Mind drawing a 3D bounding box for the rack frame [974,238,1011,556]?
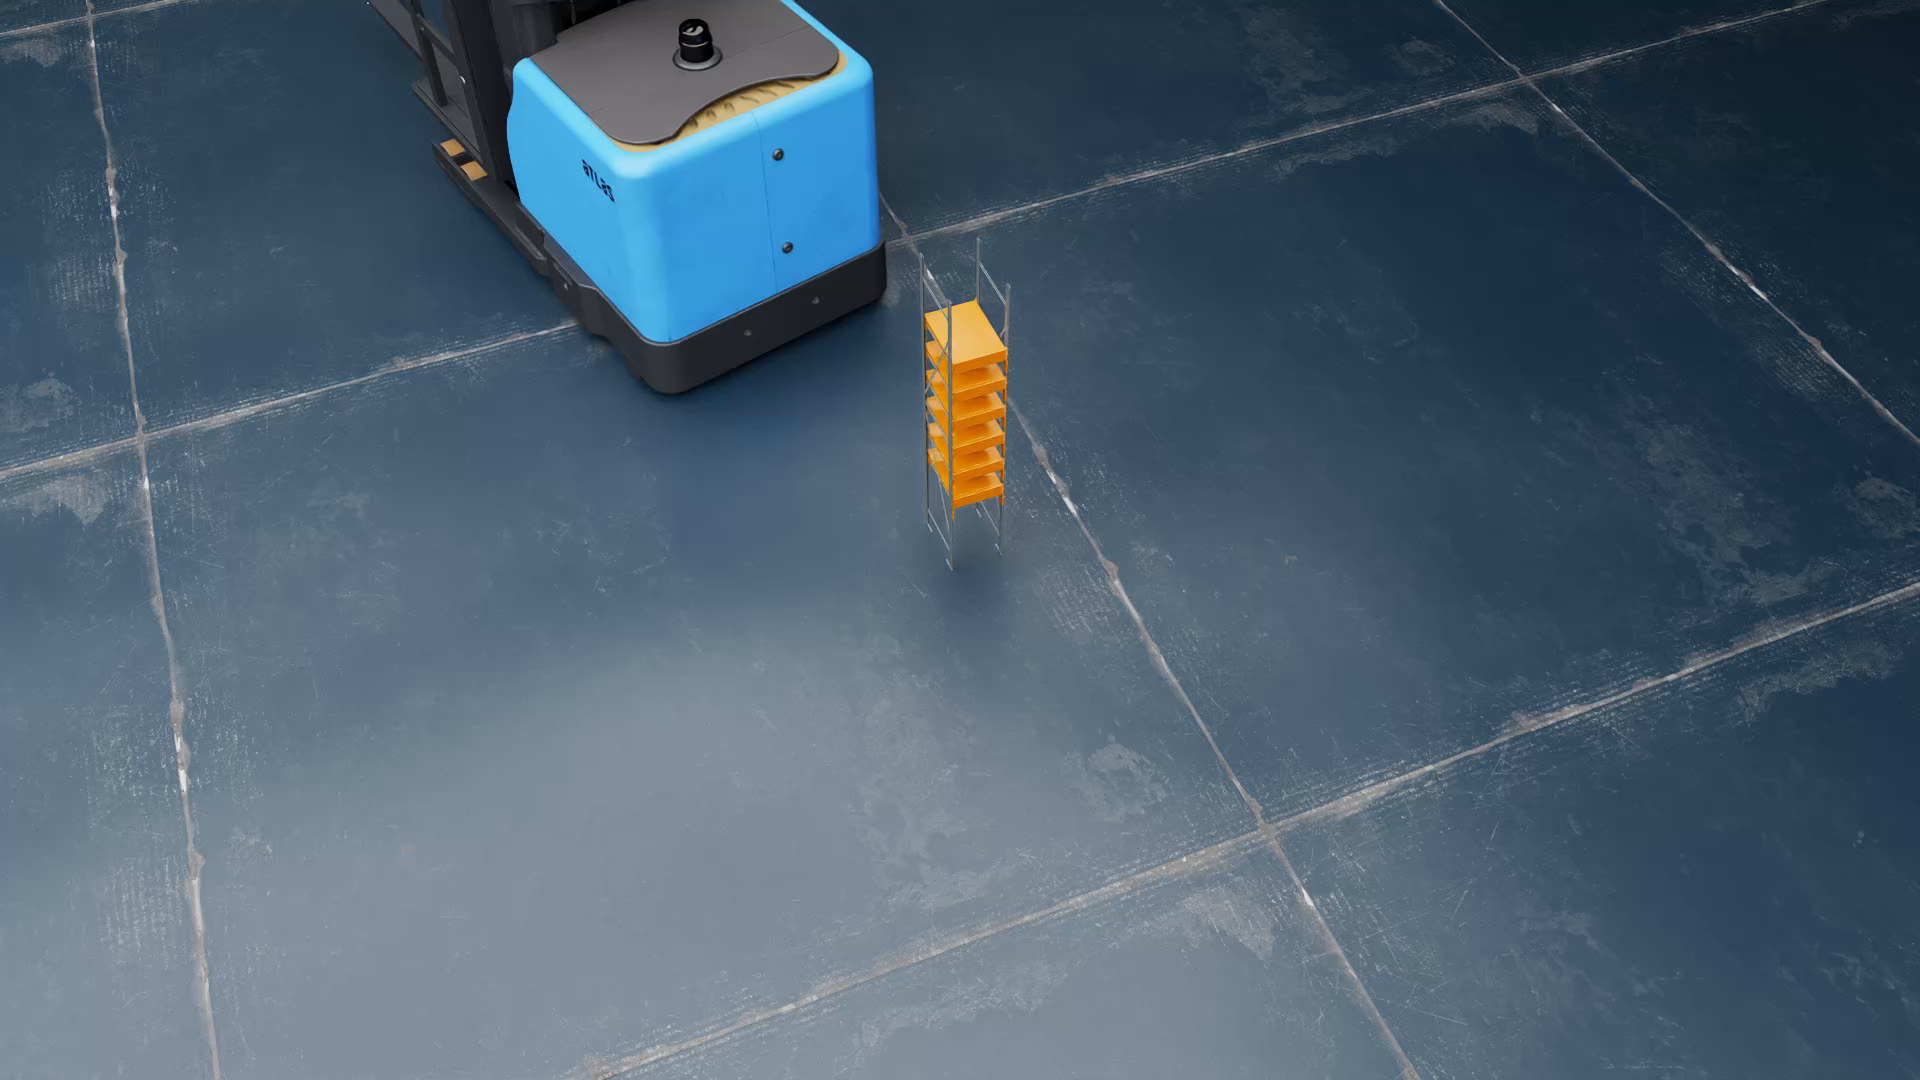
[{"bbox_3d":[0.098,-0.421,5.321,0.006,1.200,0.240,-17,52,-14],"label":"rack frame"}]

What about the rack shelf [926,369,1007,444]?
[{"bbox_3d":[0.013,-0.444,5.241,0.180,0.103,0.258,-17,52,-14],"label":"rack shelf"}]

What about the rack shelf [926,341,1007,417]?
[{"bbox_3d":[0.013,-0.522,5.150,0.180,0.103,0.258,-17,52,-14],"label":"rack shelf"}]

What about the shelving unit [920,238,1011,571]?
[{"bbox_3d":[0.013,-0.395,5.298,0.189,1.200,0.258,-17,52,-14],"label":"shelving unit"}]

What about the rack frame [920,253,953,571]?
[{"bbox_3d":[-0.071,-0.369,5.276,0.006,1.200,0.240,-17,52,-14],"label":"rack frame"}]

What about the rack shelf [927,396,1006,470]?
[{"bbox_3d":[0.013,-0.366,5.332,0.180,0.103,0.258,-17,52,-14],"label":"rack shelf"}]

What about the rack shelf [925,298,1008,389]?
[{"bbox_3d":[0.013,-0.601,5.059,0.180,0.103,0.258,-17,52,-14],"label":"rack shelf"}]

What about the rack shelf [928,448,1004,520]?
[{"bbox_3d":[0.013,-0.210,5.514,0.180,0.103,0.258,-17,52,-14],"label":"rack shelf"}]

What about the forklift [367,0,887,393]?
[{"bbox_3d":[-1.569,-2.573,6.027,1.130,2.935,3.031,-29,55,-23],"label":"forklift"}]

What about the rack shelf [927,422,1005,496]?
[{"bbox_3d":[0.013,-0.288,5.423,0.180,0.103,0.258,-17,52,-14],"label":"rack shelf"}]
